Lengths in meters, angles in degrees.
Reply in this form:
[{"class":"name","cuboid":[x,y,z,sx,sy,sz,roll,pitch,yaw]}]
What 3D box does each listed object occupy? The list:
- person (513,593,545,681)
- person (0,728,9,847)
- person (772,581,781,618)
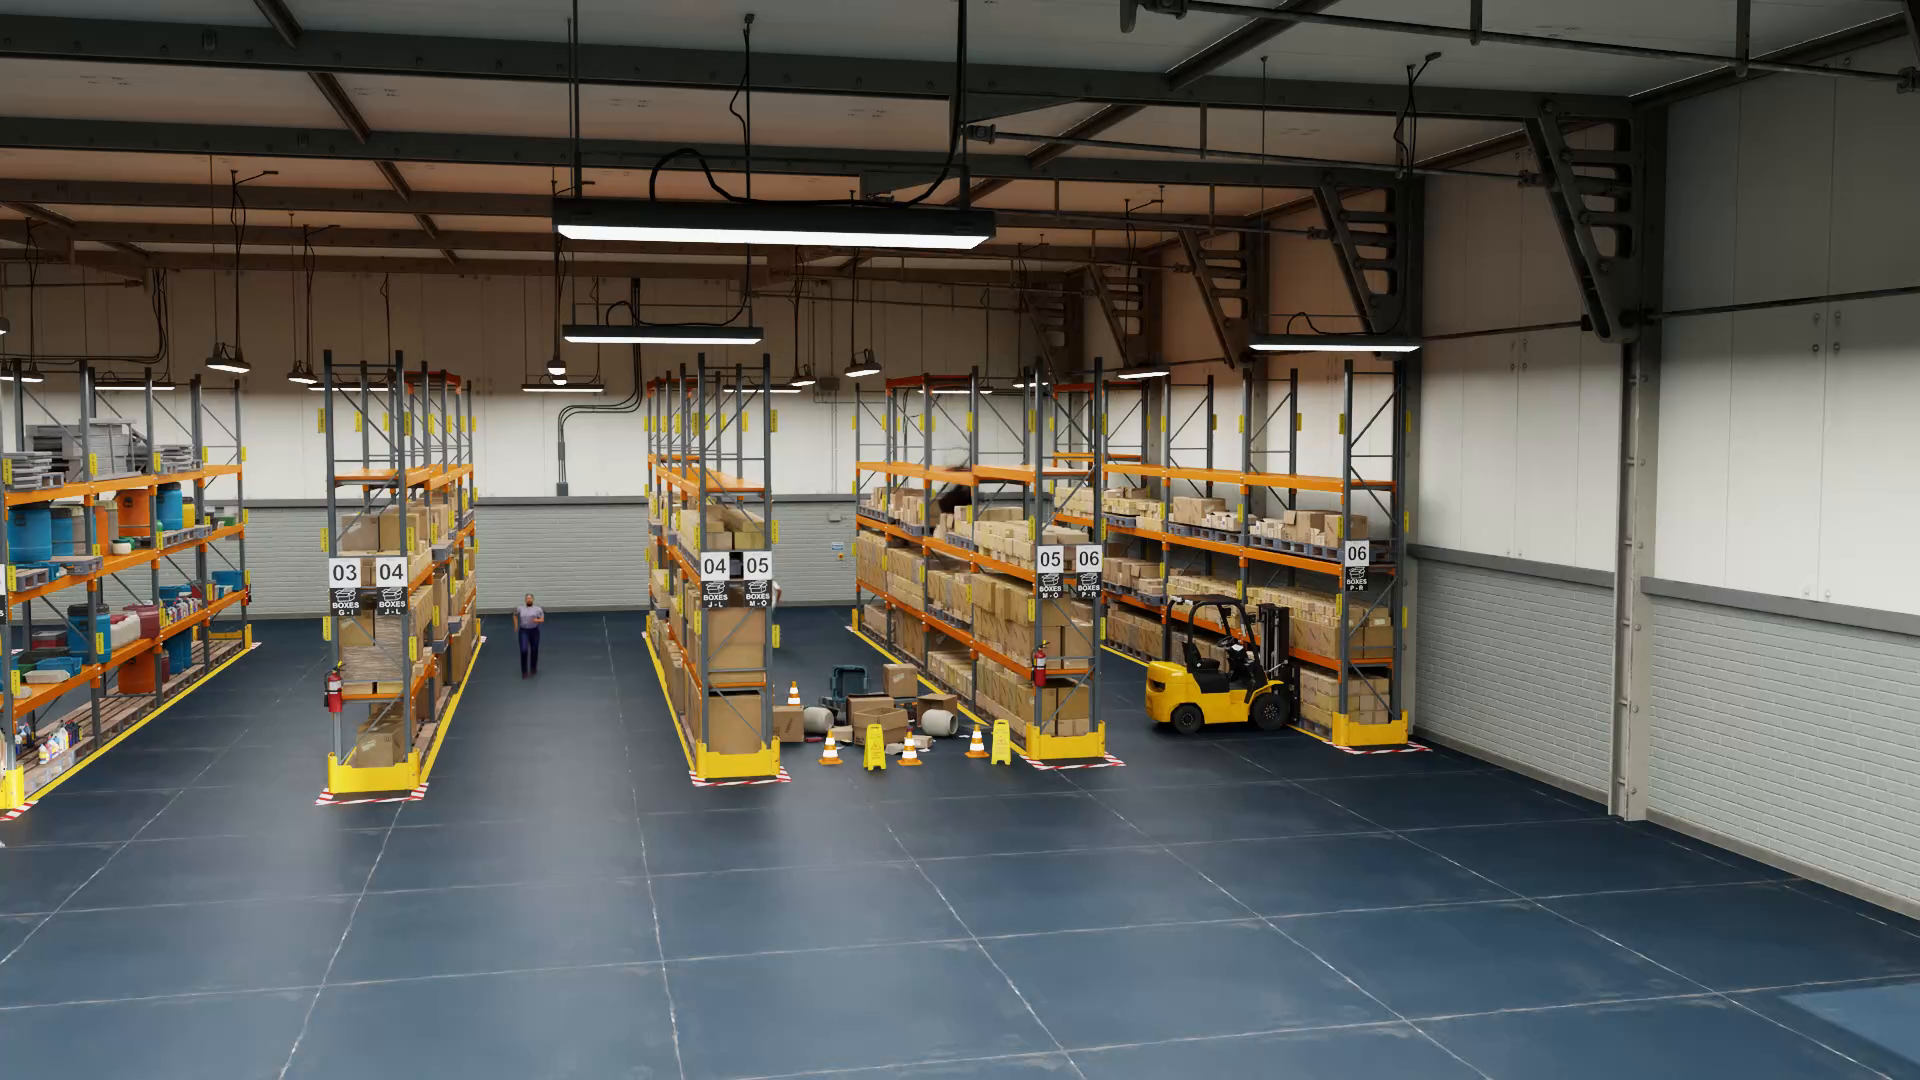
[{"class":"person","cuboid":[-8.499,1.892,32.810,0.587,1.693,0.836,-1,4,-17]},{"class":"person","cuboid":[-11.639,2.811,19.828,0.701,1.670,0.587,2,4,25]},{"class":"person","cuboid":[-4.433,1.506,38.062,0.604,1.657,0.941,-1,4,-20]}]
